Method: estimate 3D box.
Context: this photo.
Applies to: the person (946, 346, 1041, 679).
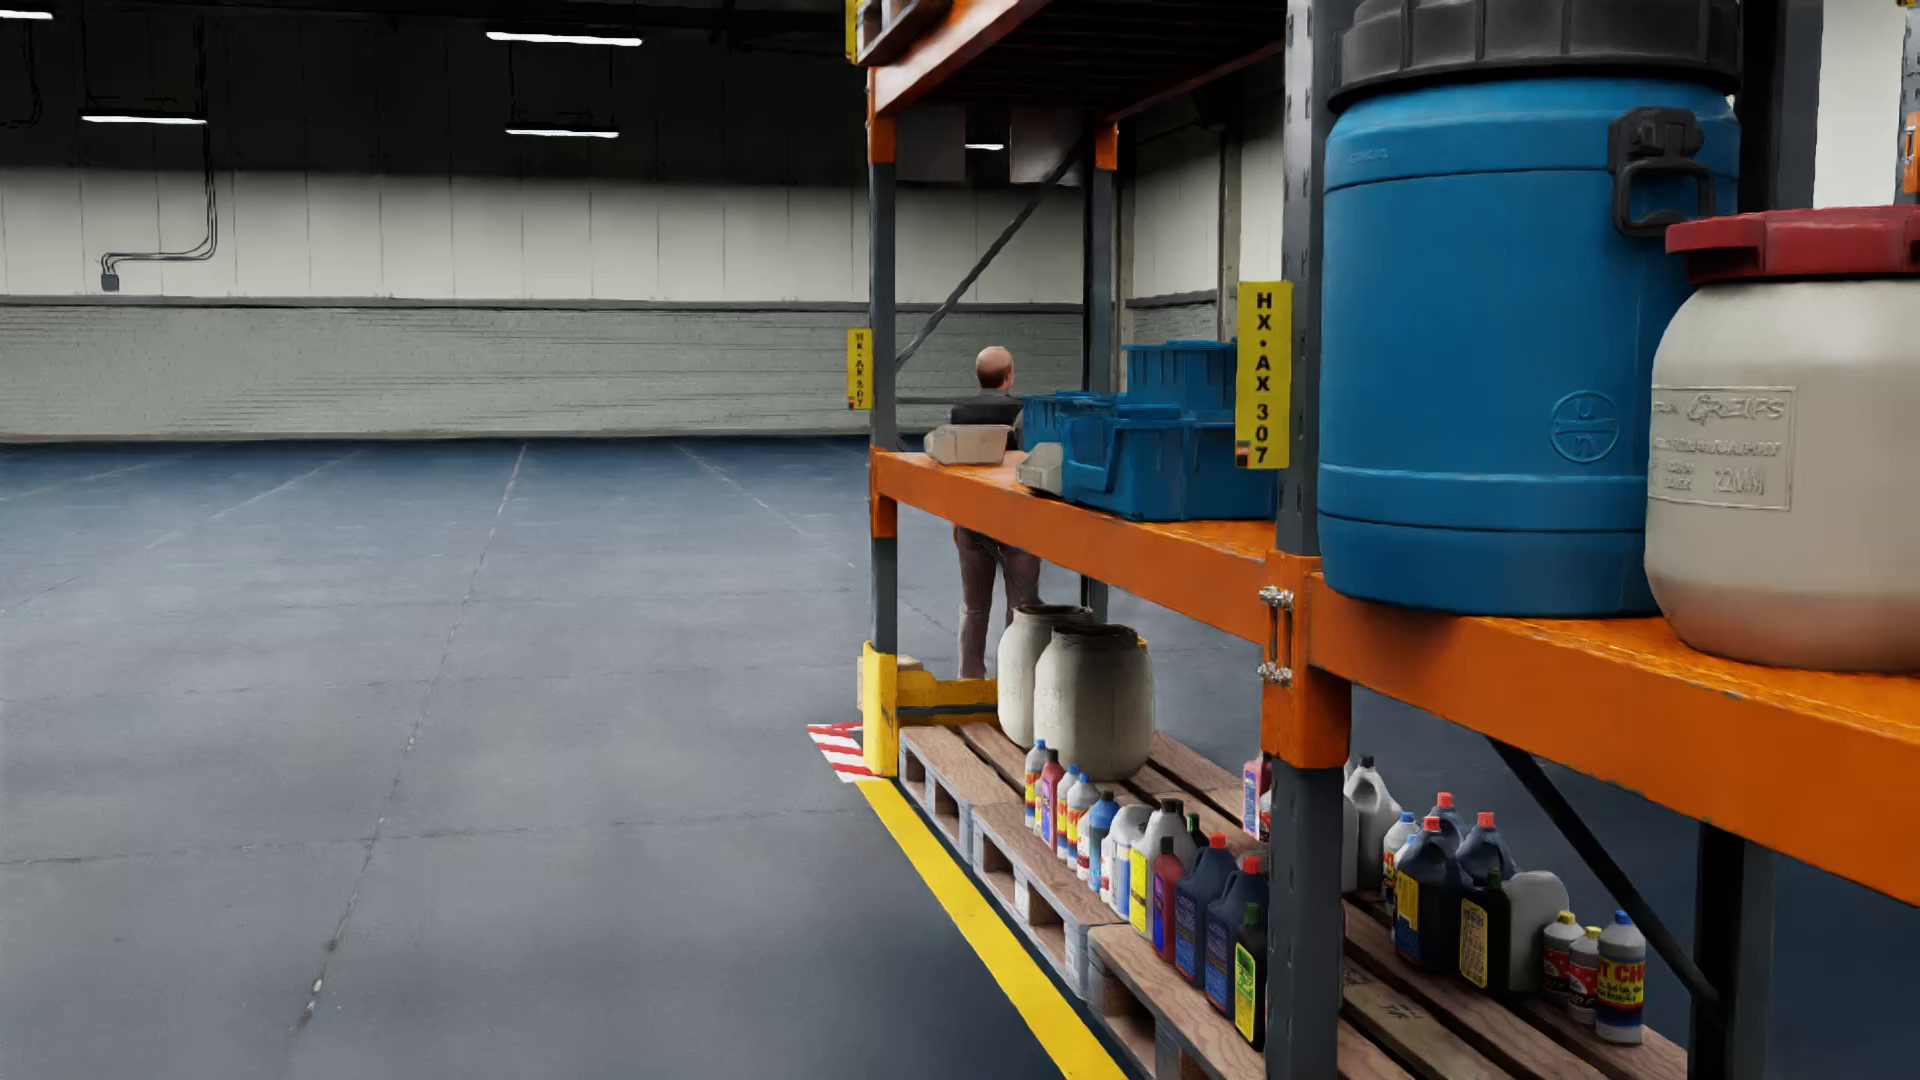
[{"bbox_3d":[0.193,-0.082,8.139,0.542,1.723,0.374,3,7,25],"label":"person"}]
